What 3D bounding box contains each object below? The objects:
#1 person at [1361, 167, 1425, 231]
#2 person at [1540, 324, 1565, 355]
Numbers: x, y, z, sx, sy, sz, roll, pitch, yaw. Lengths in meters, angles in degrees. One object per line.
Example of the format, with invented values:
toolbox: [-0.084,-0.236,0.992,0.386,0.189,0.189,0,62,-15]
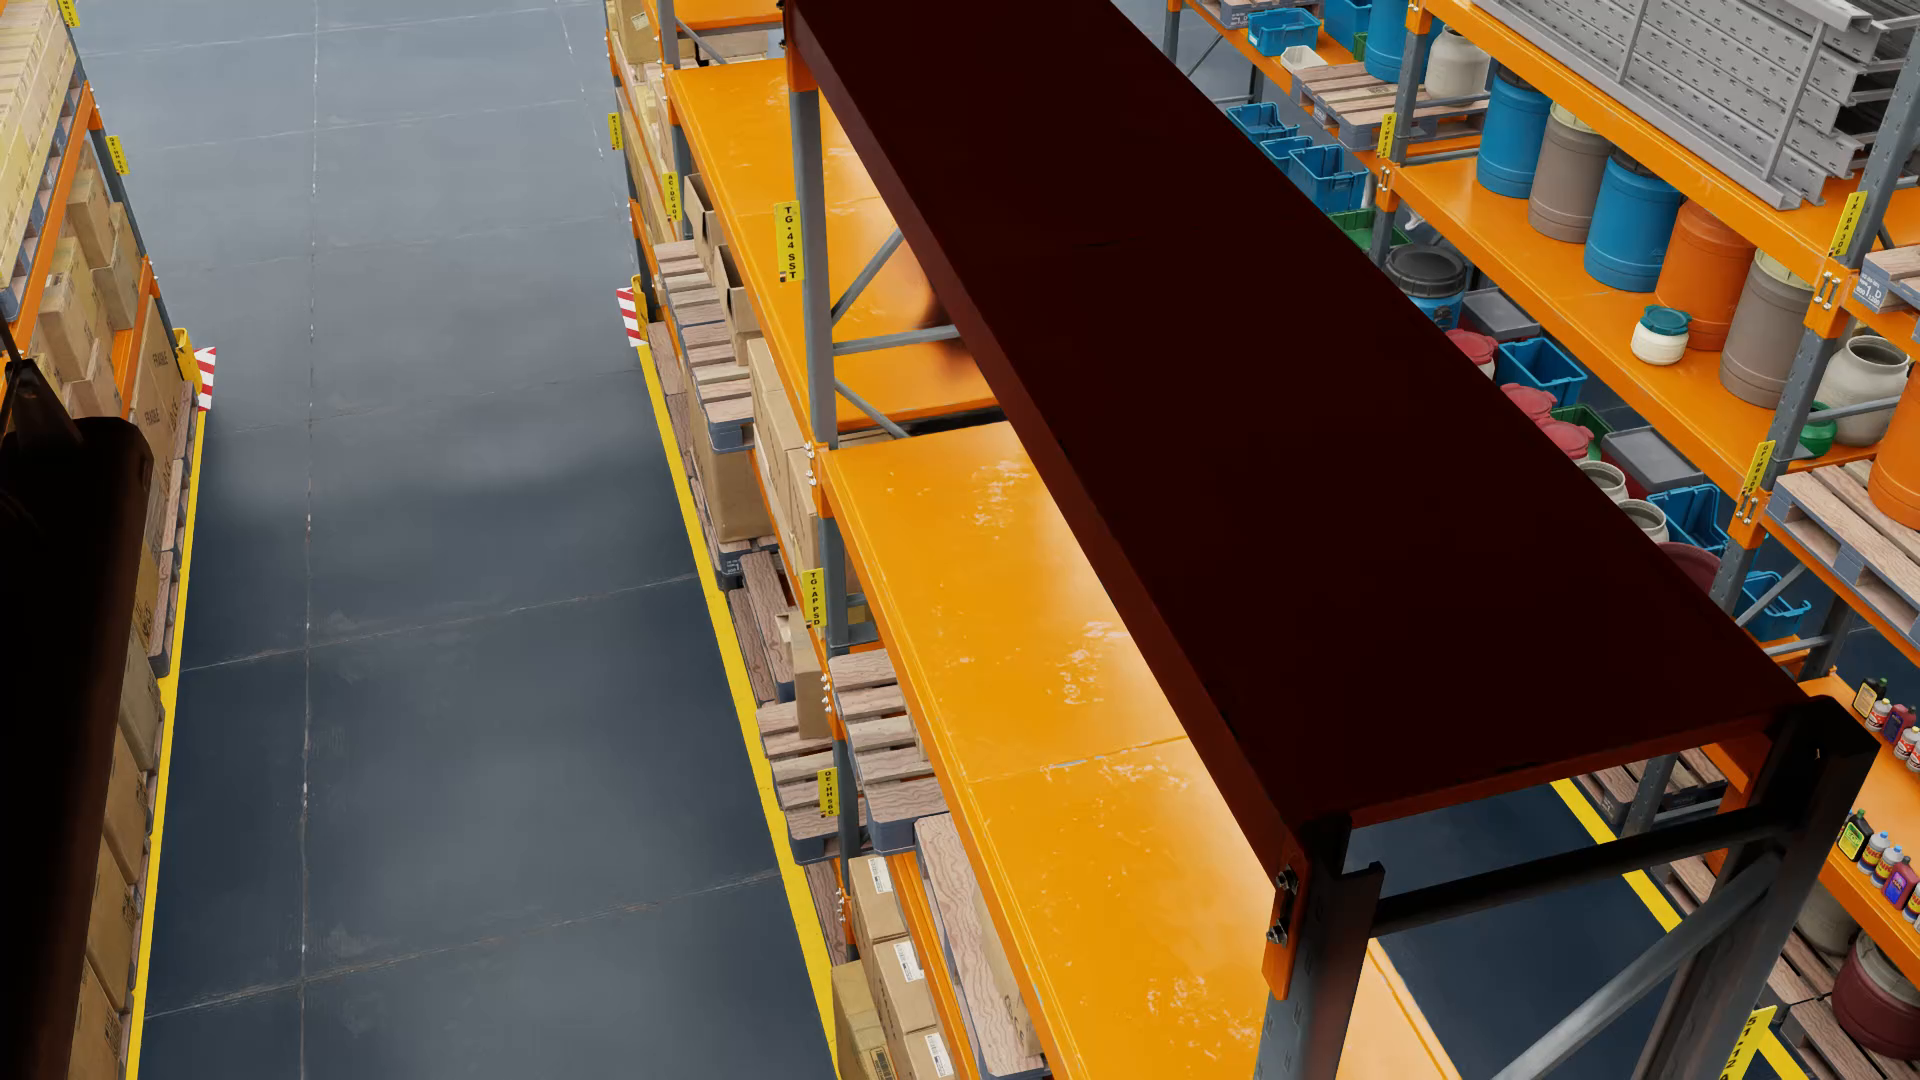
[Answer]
person: [4.286,-3.819,16.315,0.911,1.701,0.550,19,42,22]
person: [4.870,-1.868,13.942,0.572,1.581,0.949,-19,42,-23]
